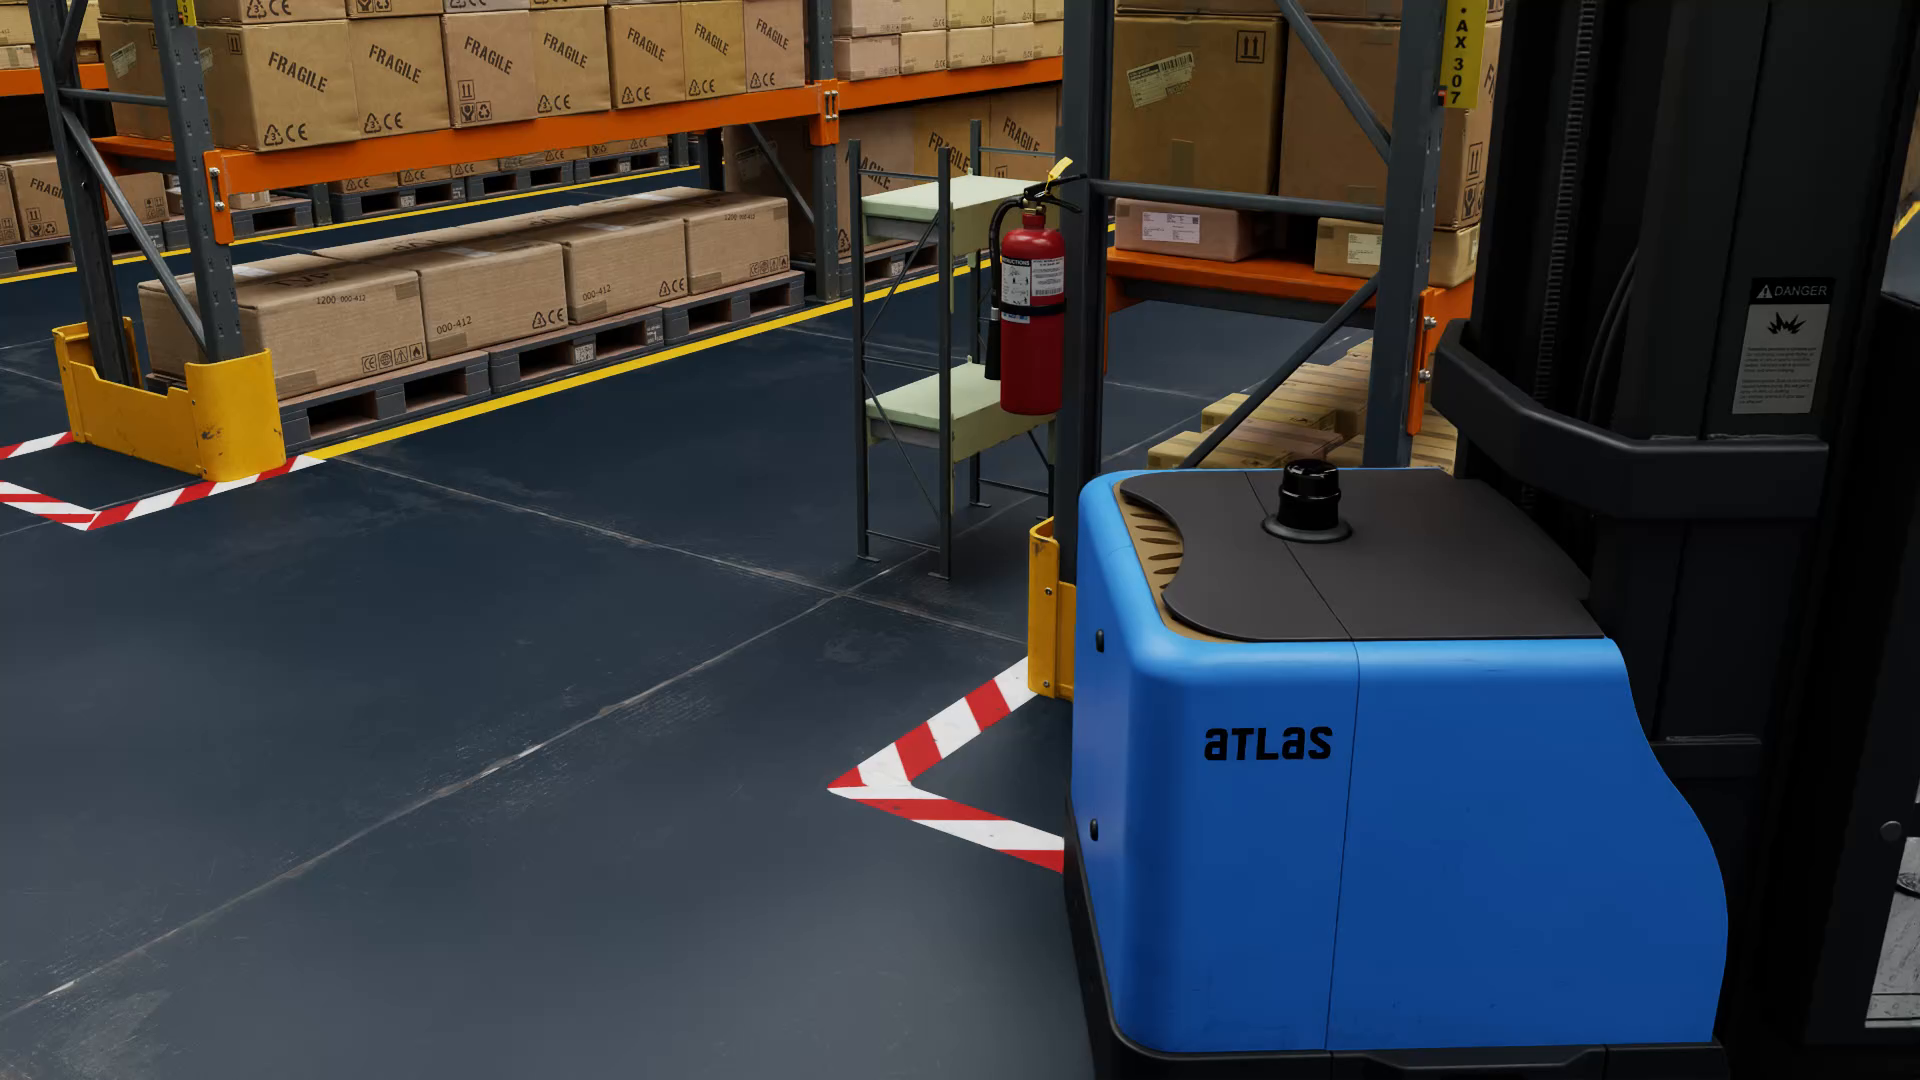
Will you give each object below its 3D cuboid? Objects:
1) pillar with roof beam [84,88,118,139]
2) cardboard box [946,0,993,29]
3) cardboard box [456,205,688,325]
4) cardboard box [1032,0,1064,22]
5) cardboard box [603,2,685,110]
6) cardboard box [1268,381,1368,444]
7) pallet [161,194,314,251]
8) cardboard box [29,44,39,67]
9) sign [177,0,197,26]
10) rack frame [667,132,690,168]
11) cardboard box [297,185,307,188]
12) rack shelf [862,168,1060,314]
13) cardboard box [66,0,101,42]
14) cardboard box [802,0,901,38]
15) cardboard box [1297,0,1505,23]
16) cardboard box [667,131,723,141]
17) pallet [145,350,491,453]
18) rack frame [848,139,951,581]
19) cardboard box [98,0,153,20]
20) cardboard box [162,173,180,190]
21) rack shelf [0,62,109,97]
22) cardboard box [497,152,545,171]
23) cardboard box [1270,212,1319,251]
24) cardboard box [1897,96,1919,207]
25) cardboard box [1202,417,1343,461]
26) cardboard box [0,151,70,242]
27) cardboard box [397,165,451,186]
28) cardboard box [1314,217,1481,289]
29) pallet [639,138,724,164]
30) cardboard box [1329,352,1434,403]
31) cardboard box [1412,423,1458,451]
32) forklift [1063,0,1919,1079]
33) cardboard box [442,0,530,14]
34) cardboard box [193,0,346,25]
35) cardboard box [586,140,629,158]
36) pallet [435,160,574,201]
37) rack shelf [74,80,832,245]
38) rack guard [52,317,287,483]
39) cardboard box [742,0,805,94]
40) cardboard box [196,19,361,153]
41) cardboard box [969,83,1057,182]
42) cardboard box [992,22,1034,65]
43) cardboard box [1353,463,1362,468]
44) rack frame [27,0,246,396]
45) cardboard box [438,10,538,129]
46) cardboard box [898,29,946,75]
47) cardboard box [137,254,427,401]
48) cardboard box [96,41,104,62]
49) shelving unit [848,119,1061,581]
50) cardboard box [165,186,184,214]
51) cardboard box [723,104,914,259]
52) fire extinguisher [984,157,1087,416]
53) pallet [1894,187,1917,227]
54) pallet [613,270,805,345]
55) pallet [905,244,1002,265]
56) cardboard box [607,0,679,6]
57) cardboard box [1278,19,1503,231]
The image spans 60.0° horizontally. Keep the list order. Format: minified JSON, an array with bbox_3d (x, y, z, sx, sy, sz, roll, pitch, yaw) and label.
[{"bbox_3d":[-2.869,-5.871,9.166,9.100,9.000,0.400,13,24,32],"label":"pillar with roof beam"},{"bbox_3d":[-0.129,-3.484,10.855,0.500,0.250,0.500,14,24,32],"label":"cardboard box"},{"bbox_3d":[-2.130,-1.533,9.173,0.875,0.438,0.875,12,24,30],"label":"cardboard box"},{"bbox_3d":[0.445,-3.778,11.652,0.500,0.250,0.500,13,24,30],"label":"cardboard box"},{"bbox_3d":[-1.790,-2.522,8.615,0.500,0.500,0.500,13,24,31],"label":"cardboard box"},{"bbox_3d":[1.232,-0.432,5.755,0.380,0.149,0.250,12,24,30],"label":"cardboard box"},{"bbox_3d":[-5.679,-2.416,12.493,1.003,0.211,1.213,13,24,32],"label":"pallet"},{"bbox_3d":[-6.145,-3.223,11.017,0.380,0.149,0.250,13,24,32],"label":"cardboard box"},{"bbox_3d":[-2.978,-2.139,6.363,0.100,0.325,0.005,13,24,32],"label":"sign"},{"bbox_3d":[-3.044,-5.068,15.644,1.000,3.000,0.127,13,24,32],"label":"rack frame"},{"bbox_3d":[-5.261,-3.144,13.439,0.500,0.500,0.500,13,24,32],"label":"cardboard box"},{"bbox_3d":[0.004,-1.071,5.875,0.431,0.370,0.720,13,24,32],"label":"rack shelf"},{"bbox_3d":[-5.938,-3.509,11.215,0.500,0.250,0.500,13,24,31],"label":"cardboard box"},{"bbox_3d":[-0.705,-3.189,10.059,0.500,0.250,0.500,12,24,30],"label":"cardboard box"},{"bbox_3d":[1.189,-1.602,4.259,0.500,0.500,0.500,13,24,31],"label":"cardboard box"},{"bbox_3d":[-2.682,-4.328,16.459,0.875,0.625,0.625,14,25,34],"label":"cardboard box"},{"bbox_3d":[-3.049,-0.743,7.969,1.003,0.211,1.213,13,24,32],"label":"pallet"},{"bbox_3d":[-0.202,-0.600,5.726,0.400,1.500,0.023,13,24,32],"label":"rack frame"},{"bbox_3d":[-3.360,-2.507,7.133,0.500,0.500,0.500,14,25,34],"label":"cardboard box"},{"bbox_3d":[-5.859,-2.713,12.547,0.500,0.311,0.500,14,25,34],"label":"cardboard box"},{"bbox_3d":[-6.417,-3.010,11.114,1.077,0.370,4.000,13,24,32],"label":"rack shelf"},{"bbox_3d":[-3.962,-3.485,14.360,0.500,0.500,0.500,12,24,30],"label":"cardboard box"},{"bbox_3d":[0.837,-0.965,4.911,0.380,0.149,0.250,13,24,32],"label":"cardboard box"},{"bbox_3d":[6.643,-2.983,12.643,1.050,0.750,0.750,13,24,32],"label":"cardboard box"},{"bbox_3d":[0.994,-0.271,5.320,0.380,0.149,0.250,14,24,33],"label":"cardboard box"},{"bbox_3d":[-6.226,-2.325,11.223,0.500,0.500,0.500,14,24,33],"label":"cardboard box"},{"bbox_3d":[-4.543,-3.195,13.577,0.500,0.500,0.500,13,24,31],"label":"cardboard box"},{"bbox_3d":[1.170,-0.781,4.415,0.380,0.149,0.250,13,24,31],"label":"cardboard box"},{"bbox_3d":[-2.549,-3.989,16.745,1.003,0.211,1.213,13,24,32],"label":"pallet"},{"bbox_3d":[1.577,-0.574,6.139,0.380,0.149,0.250,12,24,30],"label":"cardboard box"},{"bbox_3d":[1.596,-0.243,5.244,0.380,0.149,0.250,13,24,32],"label":"cardboard box"},{"bbox_3d":[1.770,-0.373,3.048,3.031,2.935,1.130,-1,20,-2],"label":"forklift"},{"bbox_3d":[-2.361,-2.703,7.663,0.500,0.500,0.500,13,24,31],"label":"cardboard box"},{"bbox_3d":[-2.928,-2.404,6.855,0.500,0.500,0.500,13,24,31],"label":"cardboard box"},{"bbox_3d":[-3.394,-3.788,15.180,0.500,0.500,0.500,13,24,31],"label":"cardboard box"},{"bbox_3d":[-4.181,-3.205,14.626,1.003,0.211,1.213,13,24,32],"label":"pallet"},{"bbox_3d":[-2.309,-2.043,8.500,1.077,0.370,4.000,13,24,32],"label":"rack shelf"},{"bbox_3d":[-3.447,-0.627,7.239,1.175,0.500,0.348,13,24,32],"label":"rack guard"},{"bbox_3d":[-1.234,-2.818,9.415,0.500,0.500,0.500,14,24,32],"label":"cardboard box"},{"bbox_3d":[-2.926,-1.935,7.028,0.500,0.500,0.500,13,24,31],"label":"cardboard box"},{"bbox_3d":[0.102,-2.865,12.144,0.875,0.875,0.875,14,24,32],"label":"cardboard box"},{"bbox_3d":[0.160,-3.393,11.329,0.500,0.250,0.500,13,24,31],"label":"cardboard box"},{"bbox_3d":[1.293,-0.093,4.839,0.380,0.149,0.250,12,23,29],"label":"cardboard box"},{"bbox_3d":[-3.434,-1.806,6.824,1.000,3.000,0.127,13,24,32],"label":"rack frame"},{"bbox_3d":[-2.364,-2.228,7.820,0.500,0.500,0.500,13,24,32],"label":"cardboard box"},{"bbox_3d":[-0.430,-3.107,10.557,0.500,0.250,0.500,13,24,31],"label":"cardboard box"},{"bbox_3d":[-3.145,-1.010,7.760,0.875,0.438,0.875,12,24,30],"label":"cardboard box"},{"bbox_3d":[-5.807,-3.355,11.374,0.380,0.149,0.250,13,24,31],"label":"cardboard box"},{"bbox_3d":[0.004,-0.705,6.010,0.431,1.500,0.755,13,24,32],"label":"shelving unit"},{"bbox_3d":[-5.563,-2.516,12.078,0.396,0.266,0.258,14,25,34],"label":"cardboard box"},{"bbox_3d":[-0.903,-2.348,10.746,0.875,0.875,0.875,14,25,33],"label":"cardboard box"},{"bbox_3d":[0.194,-0.676,4.419,0.296,0.674,0.183,13,24,32],"label":"fire extinguisher"},{"bbox_3d":[7.091,-2.769,13.446,1.003,0.211,1.213,13,24,32],"label":"pallet"},{"bbox_3d":[-1.677,-1.443,9.862,1.003,0.211,1.213,13,24,32],"label":"pallet"},{"bbox_3d":[-0.129,-2.234,11.999,1.003,0.211,1.213,13,24,32],"label":"pallet"},{"bbox_3d":[-1.792,-2.989,8.435,0.500,0.500,0.500,14,24,33],"label":"cardboard box"},{"bbox_3d":[1.198,-1.131,4.426,0.500,0.500,0.500,15,25,34],"label":"cardboard box"}]
